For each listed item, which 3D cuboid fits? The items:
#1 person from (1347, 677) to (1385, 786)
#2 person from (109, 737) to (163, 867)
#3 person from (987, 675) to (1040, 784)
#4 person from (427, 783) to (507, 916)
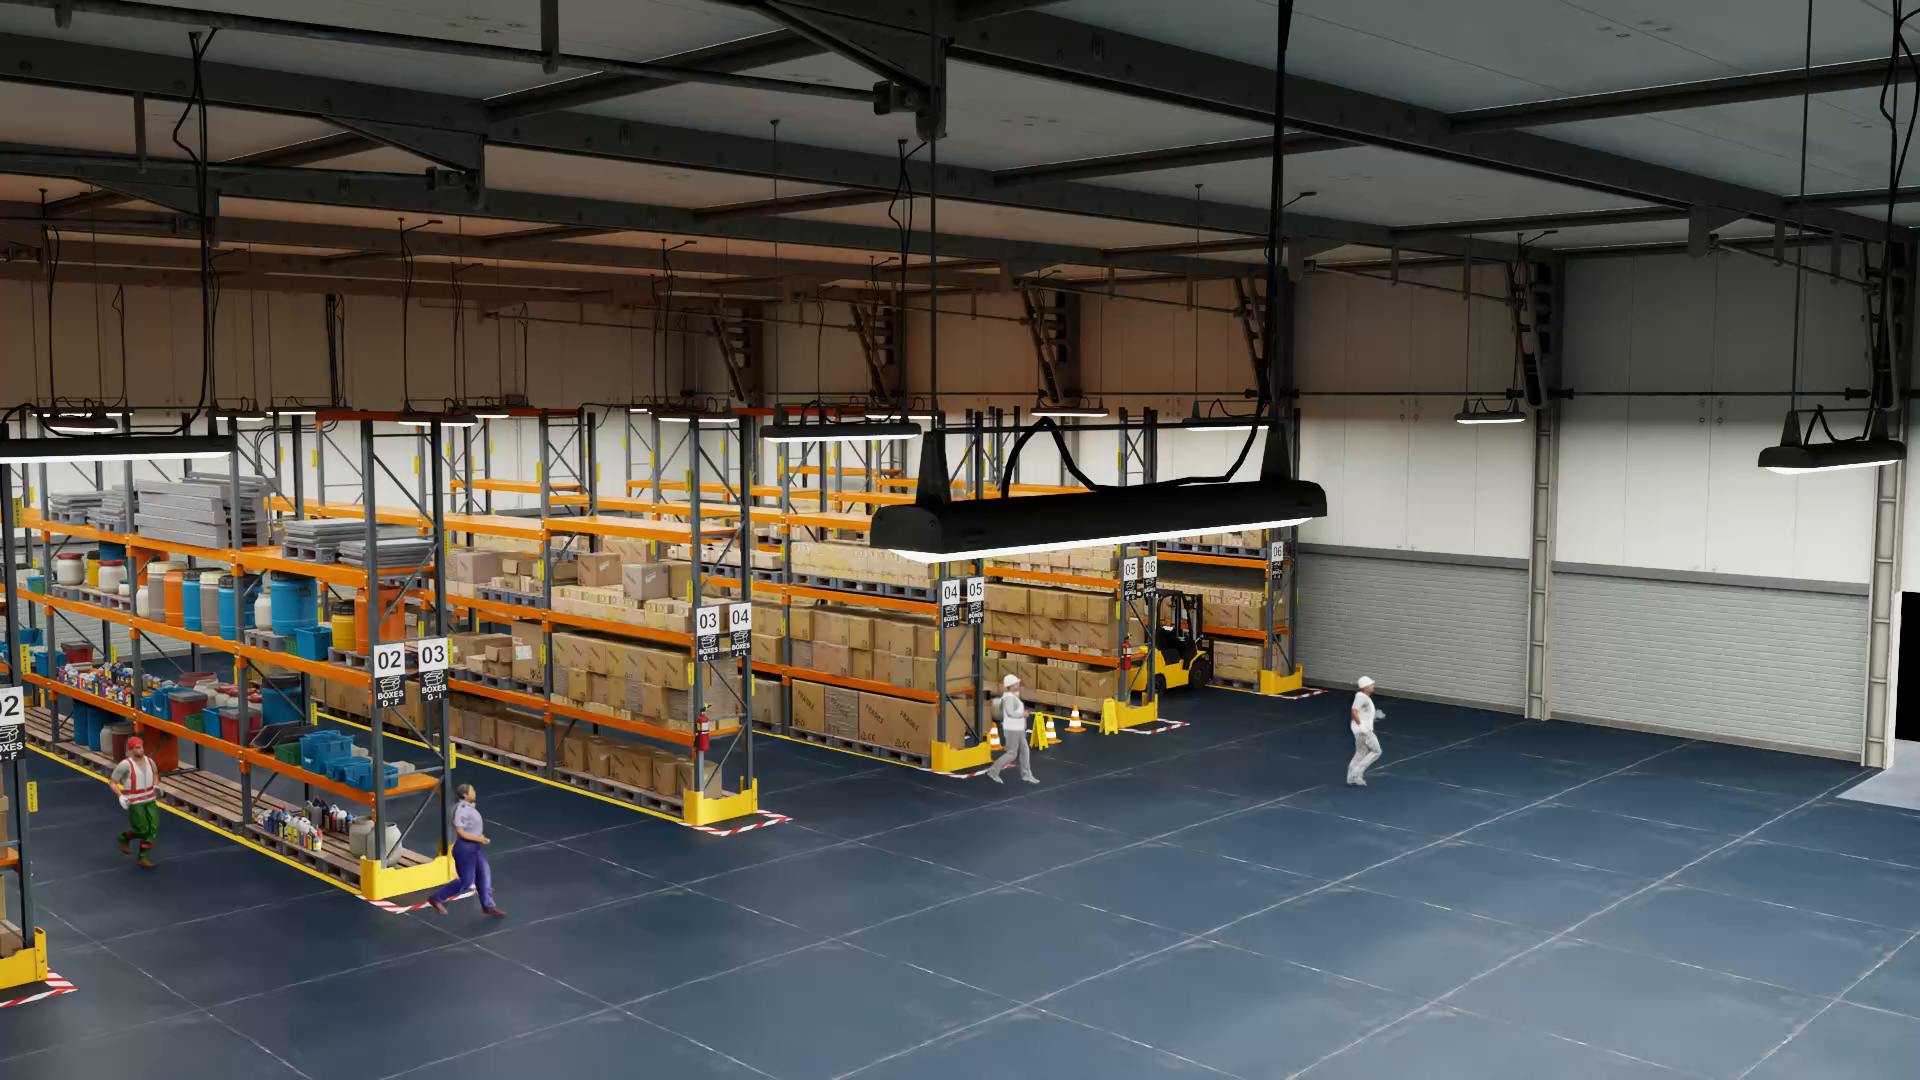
[{"bbox_3d":[6.568,3.072,26.838,0.631,1.749,0.657,0,5,2],"label":"person"},{"bbox_3d":[-11.002,3.498,22.268,0.605,1.743,0.657,3,6,30],"label":"person"},{"bbox_3d":[0.867,3.062,26.785,0.854,1.791,0.654,0,5,5],"label":"person"},{"bbox_3d":[-5.953,3.742,20.055,0.916,1.643,0.639,-1,5,-11],"label":"person"}]
